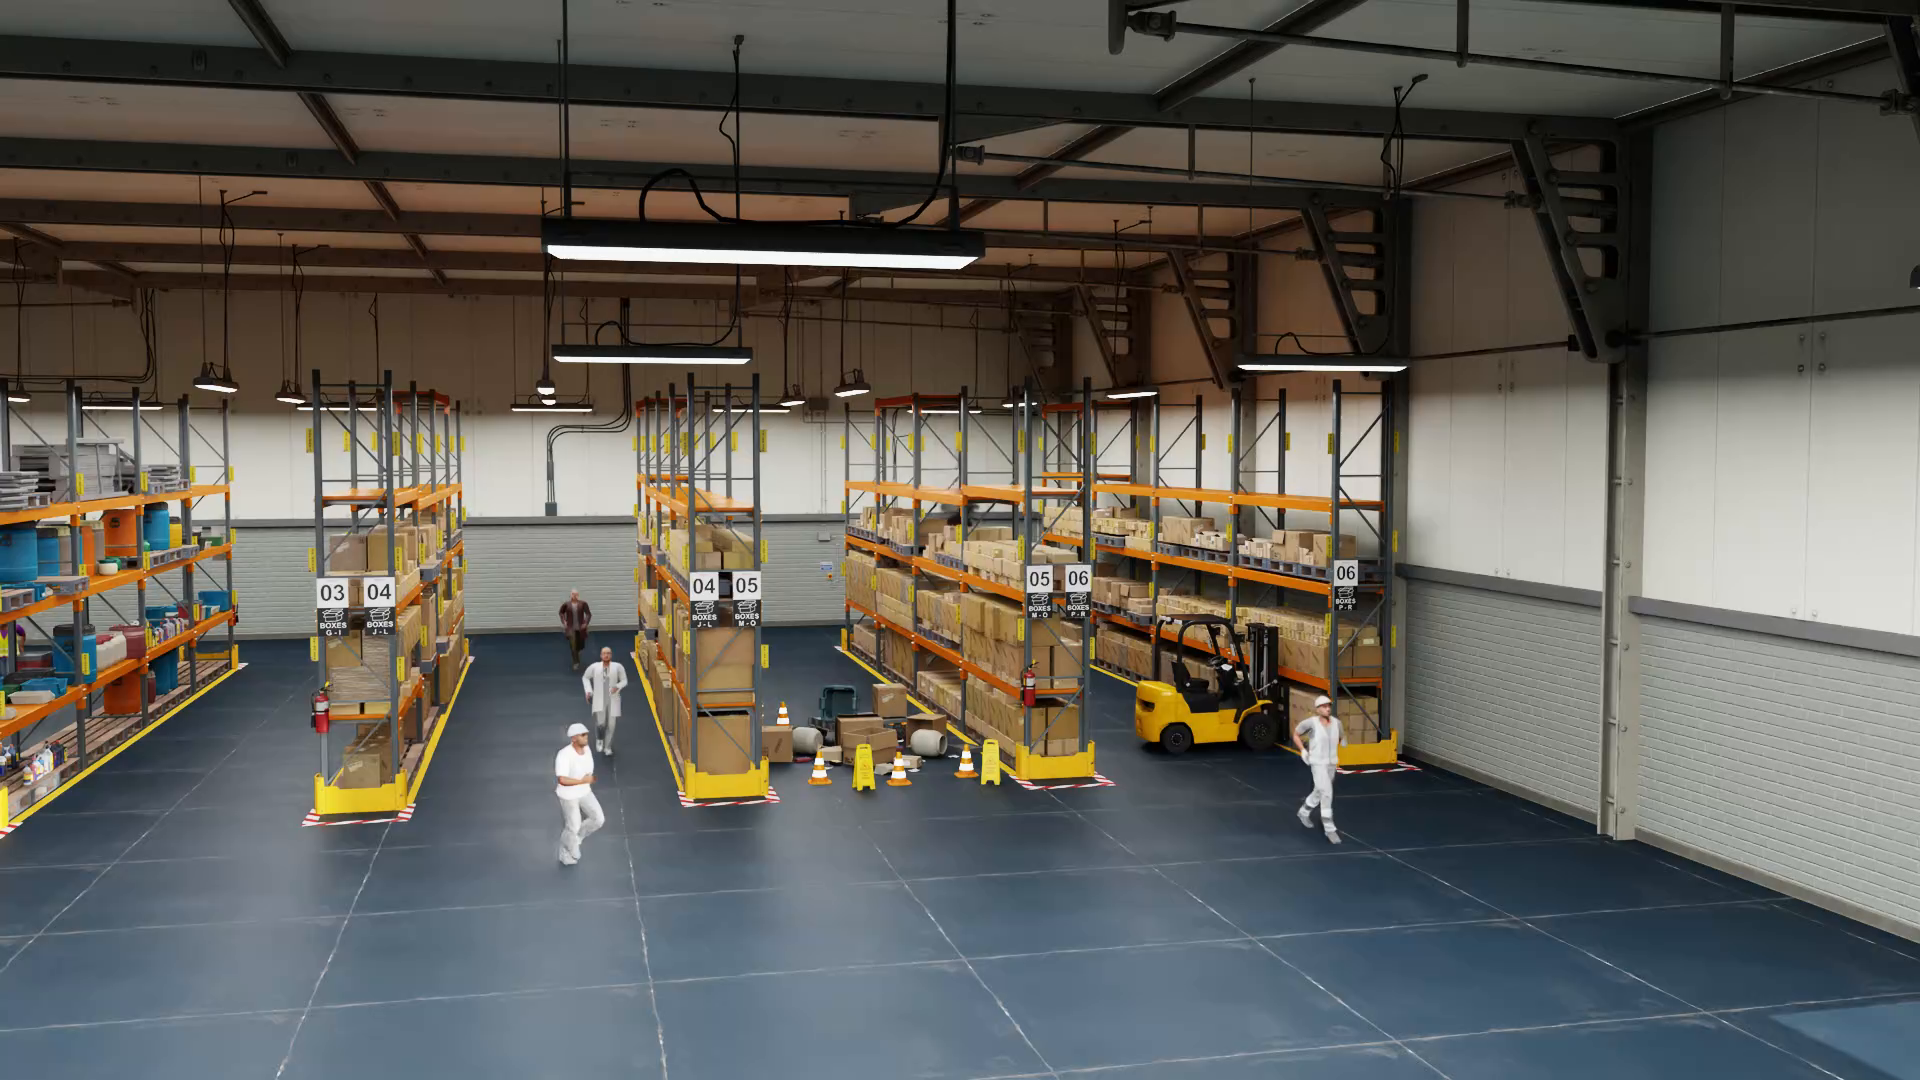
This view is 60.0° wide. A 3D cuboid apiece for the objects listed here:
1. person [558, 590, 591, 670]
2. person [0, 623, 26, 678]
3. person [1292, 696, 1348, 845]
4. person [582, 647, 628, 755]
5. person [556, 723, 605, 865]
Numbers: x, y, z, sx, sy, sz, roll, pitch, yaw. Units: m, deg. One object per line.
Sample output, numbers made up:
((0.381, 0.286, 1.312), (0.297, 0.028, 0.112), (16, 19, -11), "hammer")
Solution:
((-8.638, 2.022, 37.365), (0.702, 1.713, 0.939), (-1, 4, -20), "person")
((-18.389, 2.262, 32.025), (0.640, 1.796, 0.890), (-1, 3, -17), "person")
((4.629, 2.878, 21.188), (0.629, 1.817, 0.912), (-2, 4, -26), "person")
((-5.670, 2.589, 26.649), (0.704, 1.737, 0.638), (-1, 3, -16), "person")
((-4.482, 2.997, 19.599), (0.721, 1.708, 0.743), (2, 4, 27), "person")
